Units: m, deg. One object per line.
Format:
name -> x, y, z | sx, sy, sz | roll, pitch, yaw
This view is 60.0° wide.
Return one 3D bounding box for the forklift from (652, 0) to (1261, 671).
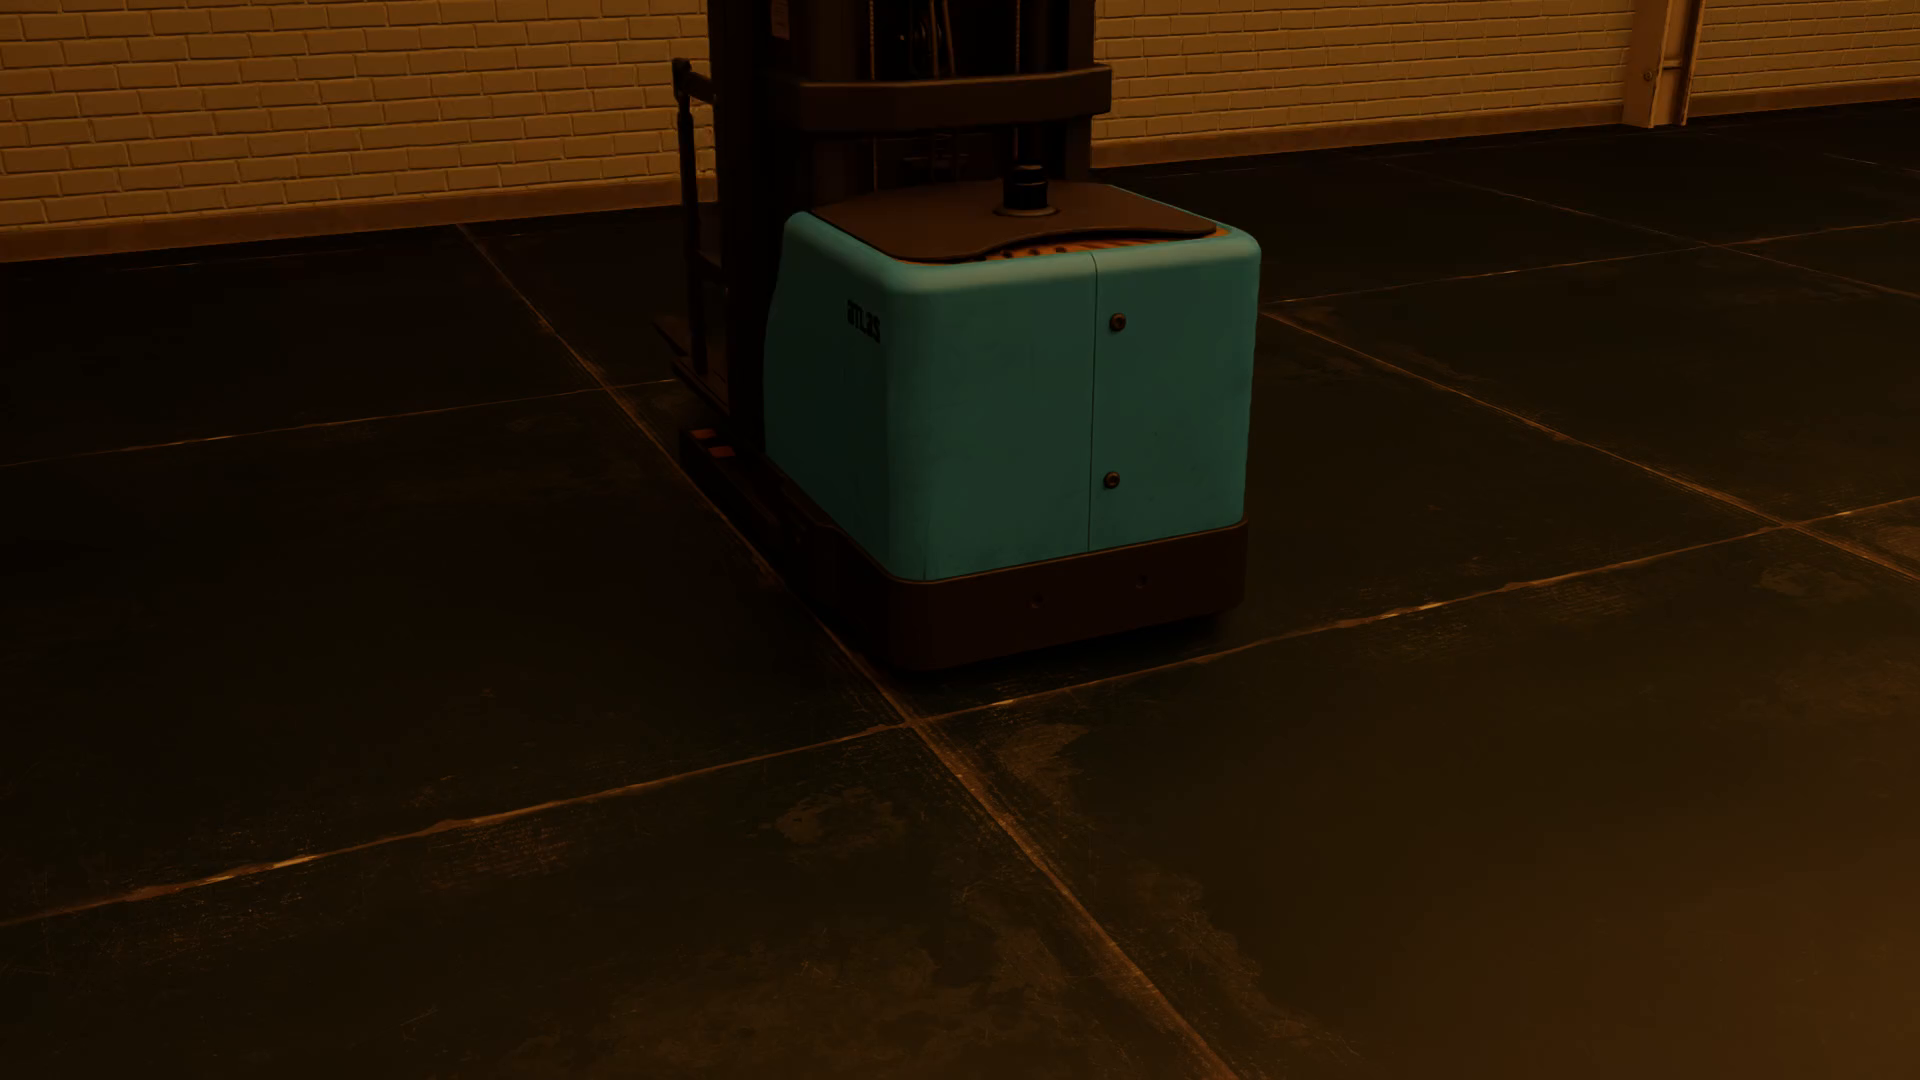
forklift -> -0.297, -1.559, 5.038 | 1.130, 2.935, 3.031 | -10, 25, -22
